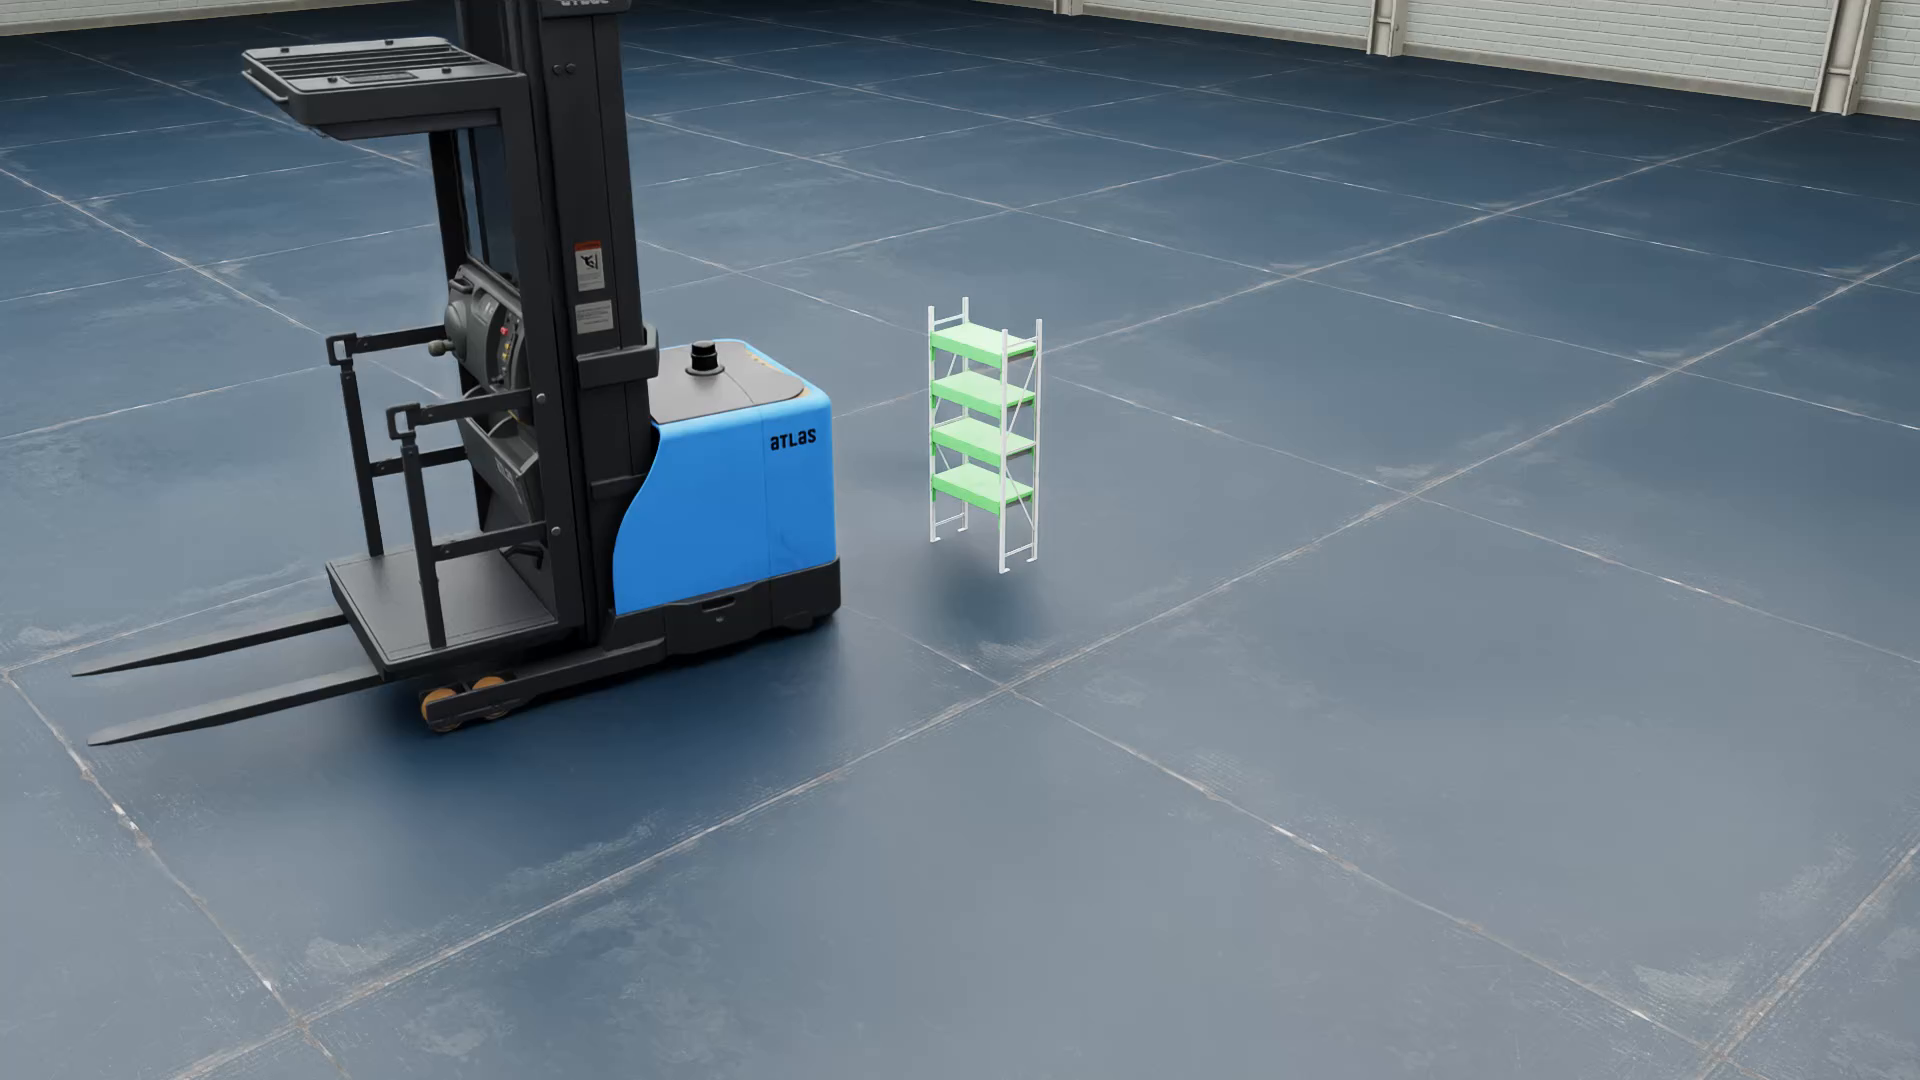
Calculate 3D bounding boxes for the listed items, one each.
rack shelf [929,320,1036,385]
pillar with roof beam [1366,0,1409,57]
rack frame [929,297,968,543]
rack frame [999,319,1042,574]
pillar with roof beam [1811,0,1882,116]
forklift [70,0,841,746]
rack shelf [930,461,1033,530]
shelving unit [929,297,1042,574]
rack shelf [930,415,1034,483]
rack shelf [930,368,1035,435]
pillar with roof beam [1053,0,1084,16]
[{"bbox_3d":[0.113,-0.874,7.718,0.258,0.148,0.480,-21,32,-38],"label":"rack shelf"},{"bbox_3d":[2.717,-9.575,18.396,9.100,9.000,0.400,-21,32,-38],"label":"pillar with roof beam"},{"bbox_3d":[-0.054,-0.570,8.053,0.240,1.200,0.015,-21,32,-38],"label":"rack frame"},{"bbox_3d":[0.280,-0.422,7.729,0.240,1.200,0.015,-21,32,-38],"label":"rack frame"},{"bbox_3d":[6.818,-7.757,14.412,9.100,9.000,0.400,-21,32,-38],"label":"pillar with roof beam"},{"bbox_3d":[-2.060,-0.825,6.526,3.031,2.935,1.130,-14,28,-28],"label":"forklift"},{"bbox_3d":[0.113,-0.219,8.017,0.258,0.148,0.480,-21,32,-38],"label":"rack shelf"},{"bbox_3d":[0.113,-0.496,7.891,0.258,1.200,0.503,-21,32,-38],"label":"shelving unit"},{"bbox_3d":[0.113,-0.438,7.918,0.258,0.148,0.480,-21,32,-38],"label":"rack shelf"},{"bbox_3d":[0.113,-0.656,7.818,0.258,0.148,0.480,-21,32,-38],"label":"rack shelf"},{"bbox_3d":[-1.384,-11.393,22.381,9.100,9.000,0.400,-21,32,-38],"label":"pillar with roof beam"}]
